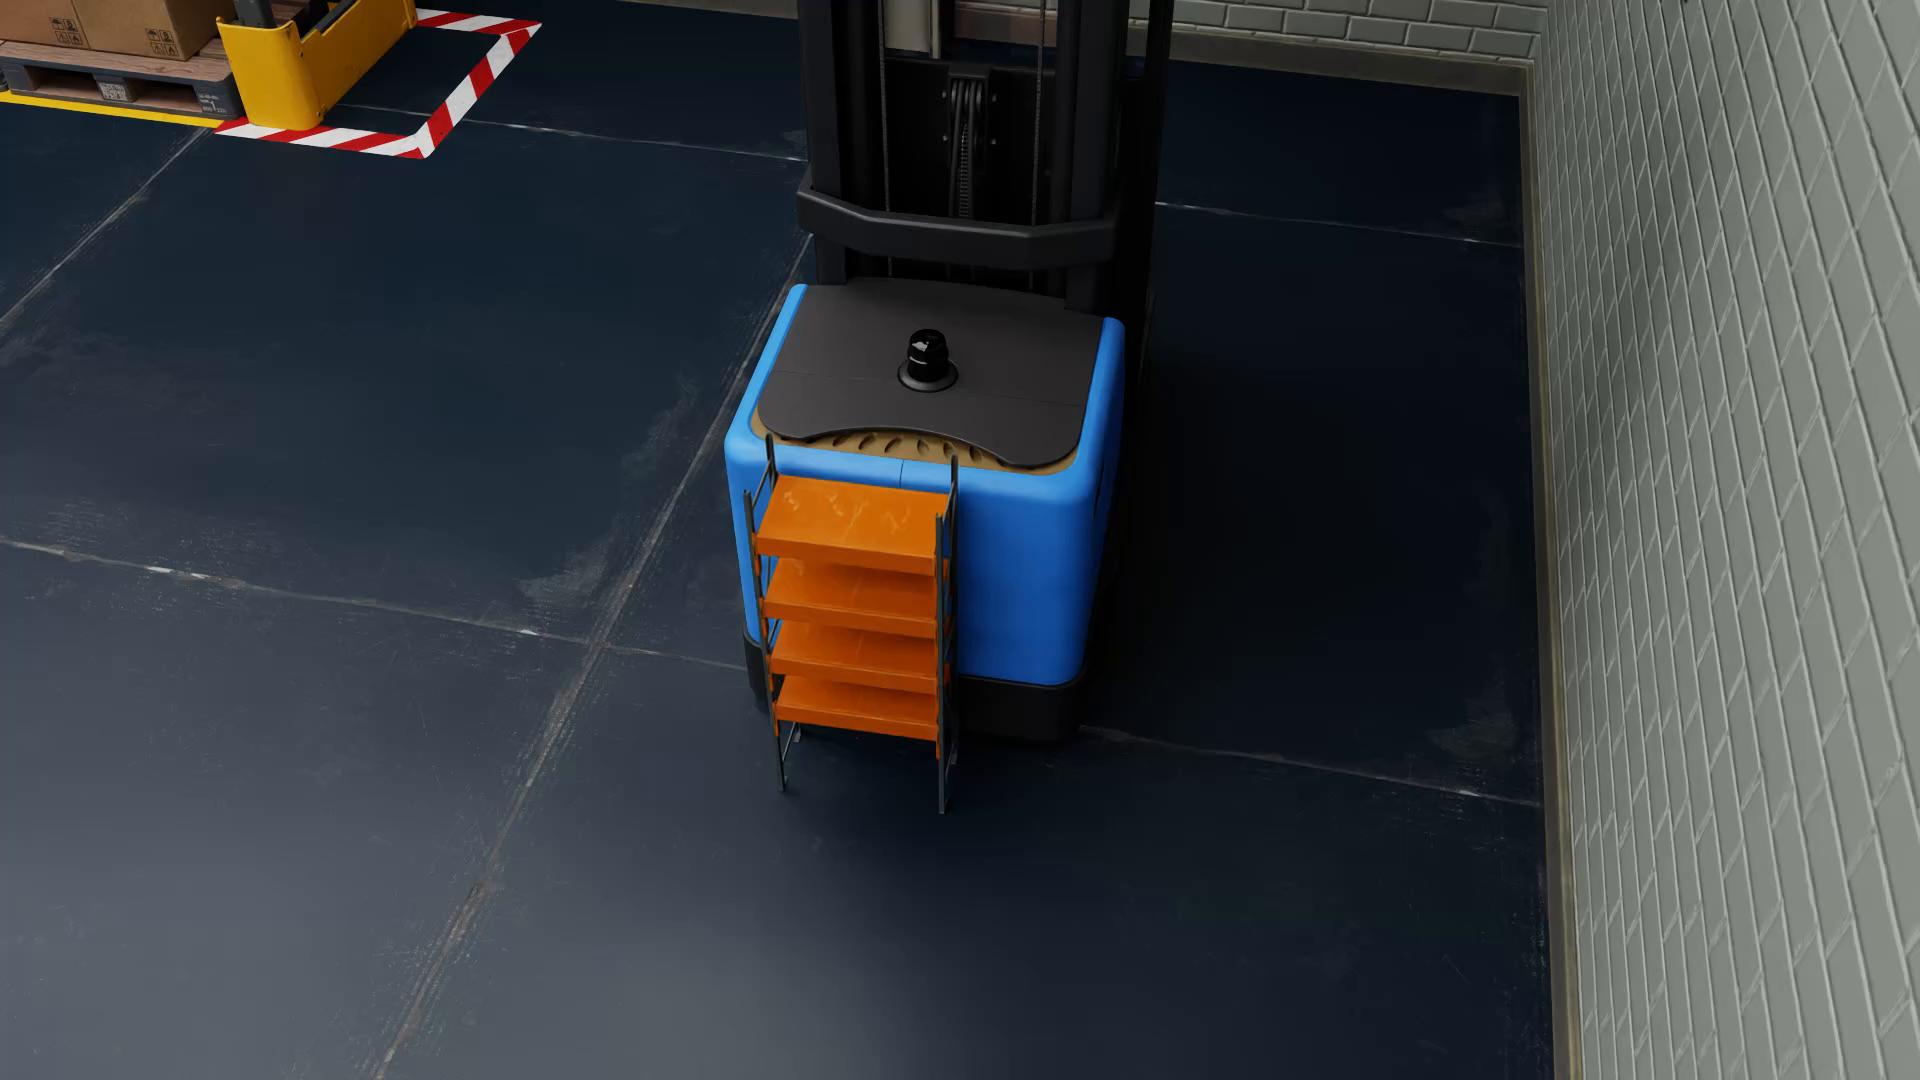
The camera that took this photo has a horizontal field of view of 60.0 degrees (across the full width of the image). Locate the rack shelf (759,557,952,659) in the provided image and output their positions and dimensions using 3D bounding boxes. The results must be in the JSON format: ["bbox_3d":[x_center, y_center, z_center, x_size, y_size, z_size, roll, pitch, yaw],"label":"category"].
[{"bbox_3d":[-0.273,0.152,4.501,0.480,0.148,0.258,7,44,7],"label":"rack shelf"}]

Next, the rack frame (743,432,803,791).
[{"bbox_3d":[-0.514,0.236,4.639,0.015,1.200,0.240,7,44,7],"label":"rack frame"}]

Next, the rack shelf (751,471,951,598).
[{"bbox_3d":[-0.273,-0.018,4.337,0.480,0.148,0.258,7,44,7],"label":"rack shelf"}]

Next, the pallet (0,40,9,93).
[{"bbox_3d":[-5.060,-2.646,8.347,1.213,0.211,1.003,9,45,9],"label":"pallet"}]

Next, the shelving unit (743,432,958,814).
[{"bbox_3d":[-0.273,0.265,4.609,0.503,1.200,0.258,7,44,7],"label":"shelving unit"}]

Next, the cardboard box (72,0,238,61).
[{"bbox_3d":[-3.781,-2.686,7.877,0.500,0.500,0.700,9,45,9],"label":"cardboard box"}]

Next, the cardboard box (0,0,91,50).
[{"bbox_3d":[-4.269,-2.762,7.956,0.500,0.500,0.700,9,45,9],"label":"cardboard box"}]

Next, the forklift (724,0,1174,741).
[{"bbox_3d":[0.113,-1.483,5.178,1.130,2.935,3.031,7,44,7],"label":"forklift"}]

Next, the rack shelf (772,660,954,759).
[{"bbox_3d":[-0.273,0.457,4.794,0.480,0.148,0.258,7,44,7],"label":"rack shelf"}]

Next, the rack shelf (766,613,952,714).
[{"bbox_3d":[-0.273,0.314,4.656,0.480,0.148,0.258,7,44,7],"label":"rack shelf"}]

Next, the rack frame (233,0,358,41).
[{"bbox_3d":[-3.076,-3.397,7.116,0.127,3.000,1.000,9,45,9],"label":"rack frame"}]

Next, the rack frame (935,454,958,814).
[{"bbox_3d":[-0.033,0.294,4.579,0.015,1.200,0.240,7,44,7],"label":"rack frame"}]

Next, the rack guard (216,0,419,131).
[{"bbox_3d":[-3.052,-2.493,7.979,0.348,0.500,1.175,9,45,9],"label":"rack guard"}]

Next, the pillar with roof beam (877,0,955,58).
[{"bbox_3d":[-1.192,-2.821,2.192,0.400,9.000,9.100,9,45,9],"label":"pillar with roof beam"}]

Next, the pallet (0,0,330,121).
[{"bbox_3d":[-3.873,-2.460,8.154,1.213,0.211,1.003,9,45,9],"label":"pallet"}]
